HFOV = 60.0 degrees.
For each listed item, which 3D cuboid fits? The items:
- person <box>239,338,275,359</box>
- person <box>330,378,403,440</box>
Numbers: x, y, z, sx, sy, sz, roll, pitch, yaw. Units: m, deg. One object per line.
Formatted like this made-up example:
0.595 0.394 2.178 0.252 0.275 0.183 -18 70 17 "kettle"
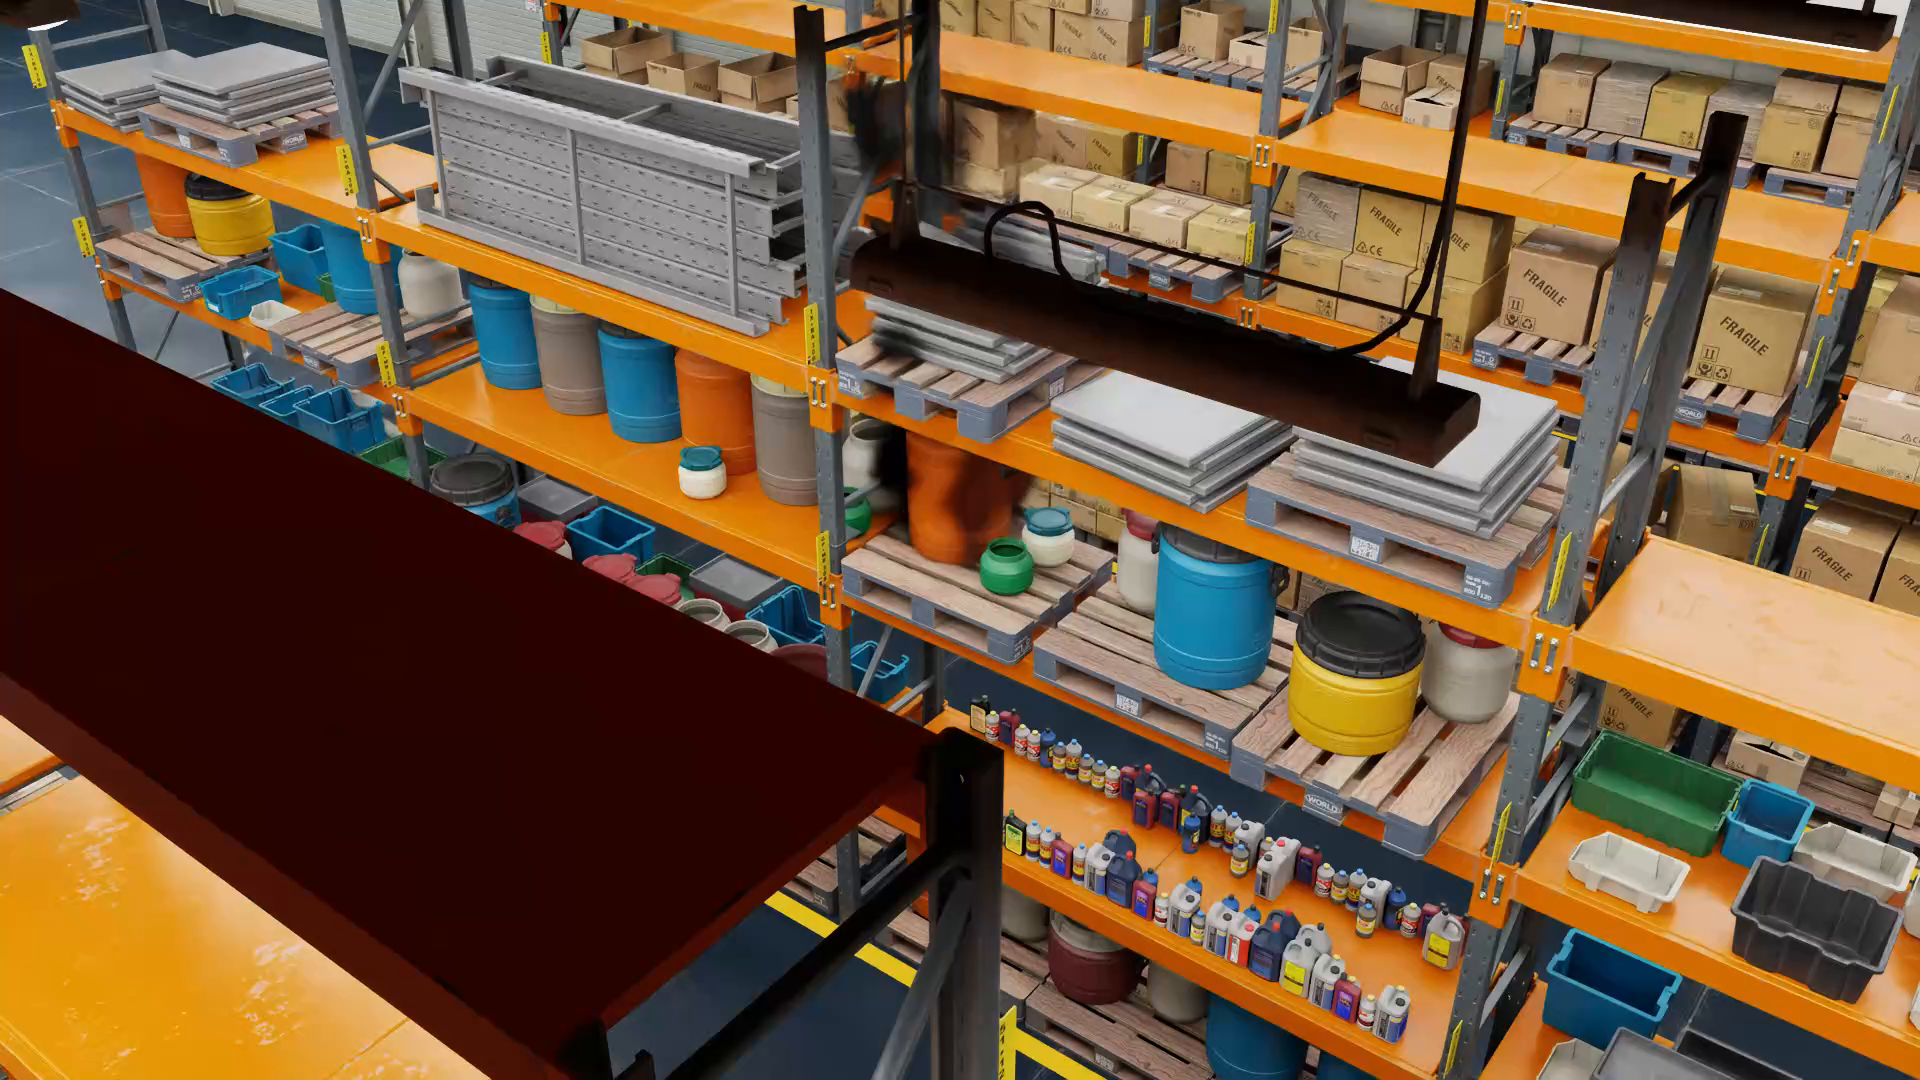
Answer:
-7.755 -2.675 18.071 0.793 1.726 0.541 -12 33 -18 "person"
-5.681 -1.352 15.866 0.587 1.759 0.682 13 34 21 "person"
